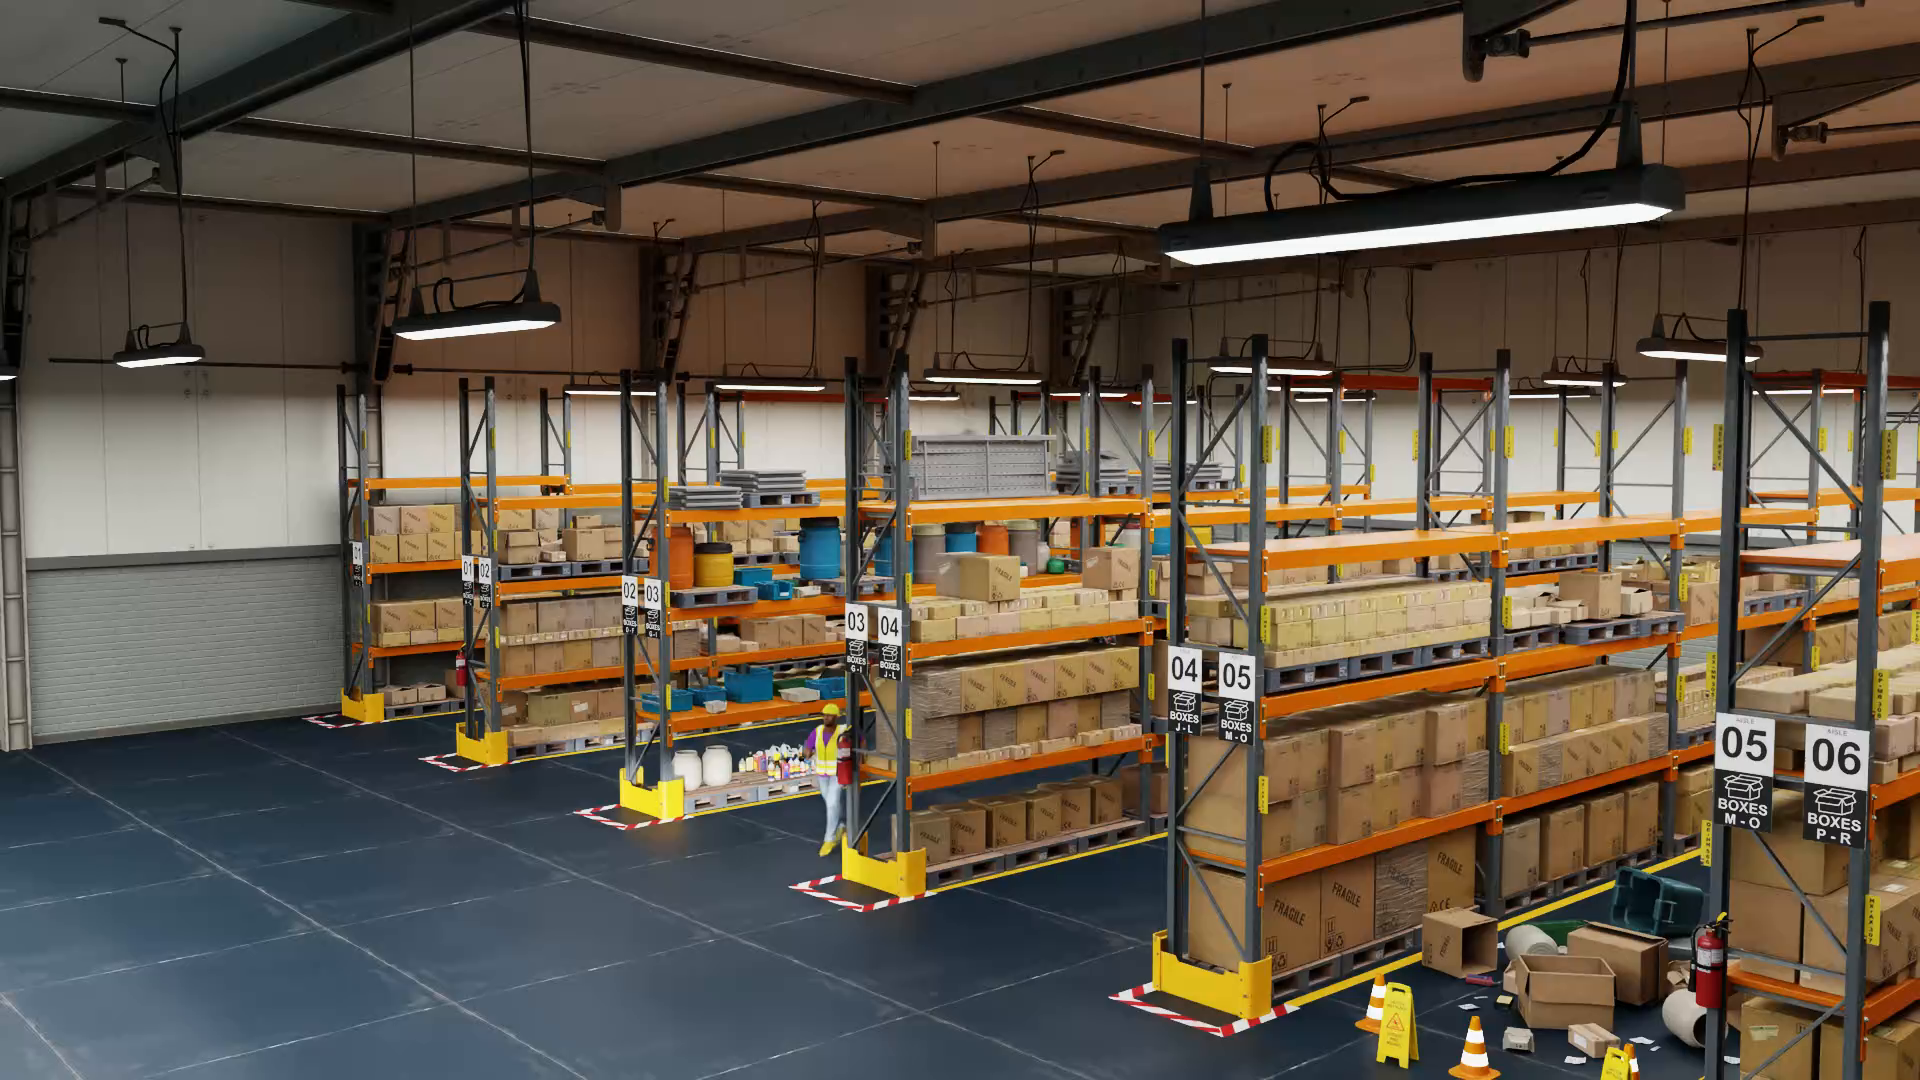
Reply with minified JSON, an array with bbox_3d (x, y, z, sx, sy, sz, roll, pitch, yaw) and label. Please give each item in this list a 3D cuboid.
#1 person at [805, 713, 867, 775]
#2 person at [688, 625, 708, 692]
[{"bbox_3d":[0.579,2.262,24.504,0.762,0.761,9.840,2,4,28],"label":"person"},{"bbox_3d":[-5.039,2.320,31.599,0.718,1.528,0.834,3,5,34],"label":"person"}]
